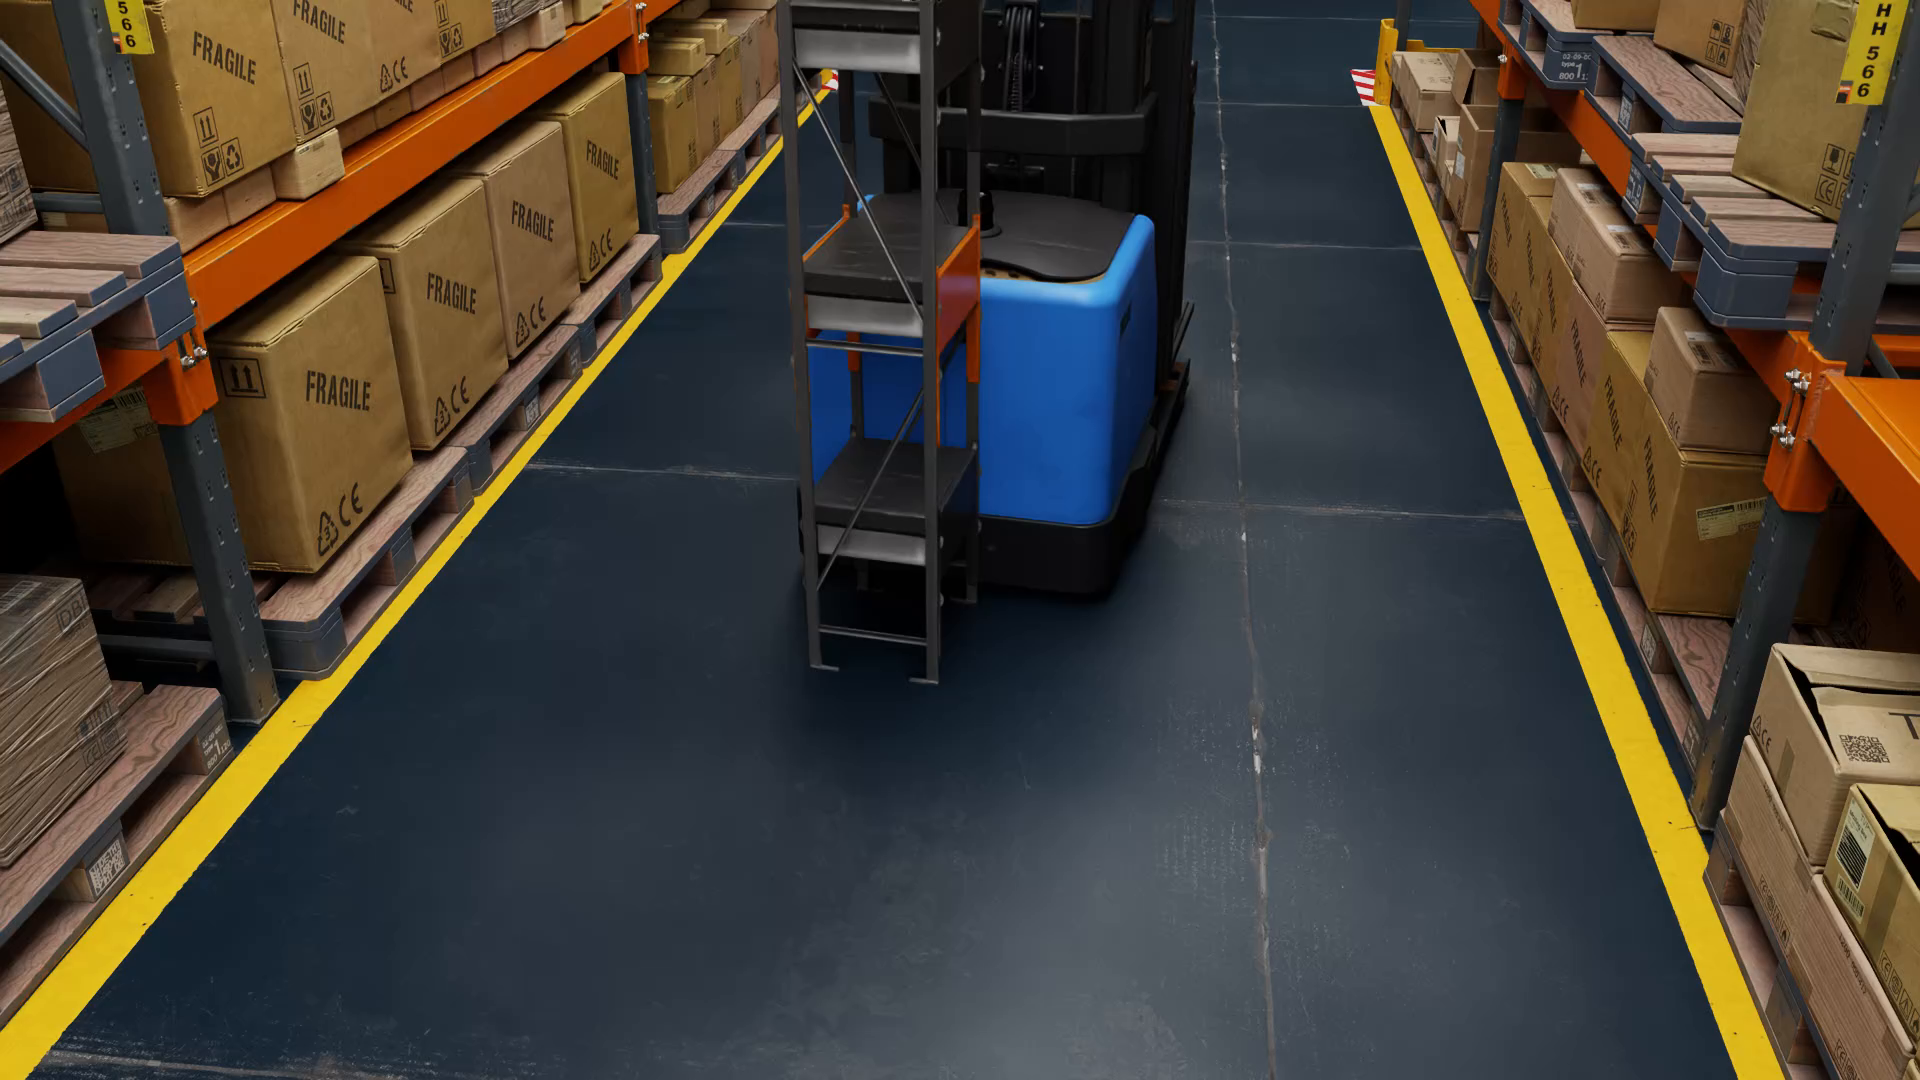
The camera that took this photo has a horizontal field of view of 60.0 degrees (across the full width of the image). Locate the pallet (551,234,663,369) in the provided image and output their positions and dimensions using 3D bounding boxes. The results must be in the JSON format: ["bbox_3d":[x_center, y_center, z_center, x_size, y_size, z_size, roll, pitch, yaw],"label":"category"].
[{"bbox_3d":[-2.017,-1.130,7.625,1.003,0.211,1.213,3,28,6],"label":"pallet"}]

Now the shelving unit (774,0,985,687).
[{"bbox_3d":[-0.198,-0.627,4.700,0.431,2.100,0.503,7,29,12],"label":"shelving unit"}]

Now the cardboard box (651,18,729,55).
[{"bbox_3d":[-1.517,-2.838,9.363,0.380,0.149,0.250,3,28,5],"label":"cardboard box"}]

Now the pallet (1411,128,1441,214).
[{"bbox_3d":[3.151,-2.111,9.445,1.003,0.211,1.213,3,28,6],"label":"pallet"}]

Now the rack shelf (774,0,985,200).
[{"bbox_3d":[-0.198,-1.231,4.374,0.431,0.518,0.480,7,29,12],"label":"rack shelf"}]

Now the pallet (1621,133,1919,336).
[{"bbox_3d":[2.443,-0.795,4.265,1.213,0.211,1.003,3,28,6],"label":"pallet"}]

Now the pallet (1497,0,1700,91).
[{"bbox_3d":[2.713,-1.985,6.474,1.003,0.211,1.213,3,28,6],"label":"pallet"}]

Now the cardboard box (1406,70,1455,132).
[{"bbox_3d":[2.939,-2.595,9.840,0.500,0.250,0.500,3,28,6],"label":"cardboard box"}]

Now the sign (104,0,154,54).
[{"bbox_3d":[-1.948,-1.290,3.845,0.100,0.325,0.005,3,28,6],"label":"sign"}]

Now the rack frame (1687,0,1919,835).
[{"bbox_3d":[2.429,-0.556,3.620,1.000,3.000,0.127,3,28,6],"label":"rack frame"}]

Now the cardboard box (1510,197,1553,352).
[{"bbox_3d":[2.564,-1.067,6.740,0.500,0.500,0.500,4,29,7],"label":"cardboard box"}]

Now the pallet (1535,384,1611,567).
[{"bbox_3d":[2.710,-0.251,5.993,1.003,0.211,1.213,3,28,6],"label":"pallet"}]

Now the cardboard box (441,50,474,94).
[{"bbox_3d":[-2.001,-1.728,6.039,0.380,0.149,0.250,4,29,8],"label":"cardboard box"}]

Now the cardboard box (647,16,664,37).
[{"bbox_3d":[-1.893,-2.876,9.434,0.380,0.149,0.250,4,29,7],"label":"cardboard box"}]

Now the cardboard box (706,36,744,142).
[{"bbox_3d":[-1.674,-2.634,9.668,0.700,0.500,0.500,4,29,7],"label":"cardboard box"}]

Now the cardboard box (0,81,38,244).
[{"bbox_3d":[-2.535,-0.858,3.611,0.700,0.500,0.500,0,28,0],"label":"cardboard box"}]

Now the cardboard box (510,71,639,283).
[{"bbox_3d":[-1.948,-1.650,7.474,0.750,0.750,0.750,4,29,7],"label":"cardboard box"}]

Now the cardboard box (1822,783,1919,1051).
[{"bbox_3d":[2.018,0.700,3.154,0.500,0.311,0.500,3,28,5],"label":"cardboard box"}]

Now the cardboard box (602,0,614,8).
[{"bbox_3d":[-1.758,-2.448,7.375,0.380,0.149,0.250,4,29,7],"label":"cardboard box"}]

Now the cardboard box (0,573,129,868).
[{"bbox_3d":[-2.524,0.406,4.005,0.700,0.500,0.500,4,29,7],"label":"cardboard box"}]

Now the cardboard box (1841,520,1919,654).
[{"bbox_3d":[2.769,0.153,4.475,0.500,0.500,0.500,5,29,8],"label":"cardboard box"}]

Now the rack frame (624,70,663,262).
[{"bbox_3d":[-1.997,-2.725,7.646,1.000,3.000,0.127,3,28,6],"label":"rack frame"}]

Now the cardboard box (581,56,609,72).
[{"bbox_3d":[-2.019,-2.385,8.523,0.380,0.149,0.250,3,28,6],"label":"cardboard box"}]

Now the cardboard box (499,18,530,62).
[{"bbox_3d":[-1.912,-1.970,6.487,0.380,0.149,0.250,3,28,6],"label":"cardboard box"}]

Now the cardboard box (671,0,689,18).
[{"bbox_3d":[-1.831,-3.116,9.881,0.380,0.149,0.250,4,29,7],"label":"cardboard box"}]

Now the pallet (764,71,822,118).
[{"bbox_3d":[-1.528,-3.000,11.095,1.003,0.211,1.213,3,28,6],"label":"pallet"}]

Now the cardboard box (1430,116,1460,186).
[{"bbox_3d":[2.800,-2.087,8.832,0.500,0.311,0.500,3,28,6],"label":"cardboard box"}]

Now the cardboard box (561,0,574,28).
[{"bbox_3d":[-1.842,-2.209,6.931,0.380,0.149,0.250,4,29,8],"label":"cardboard box"}]

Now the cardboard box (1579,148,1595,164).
[{"bbox_3d":[3.282,-1.978,8.783,0.380,0.166,0.250,3,28,6],"label":"cardboard box"}]

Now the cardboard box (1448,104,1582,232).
[{"bbox_3d":[2.708,-1.817,8.132,0.500,0.500,0.500,3,28,6],"label":"cardboard box"}]

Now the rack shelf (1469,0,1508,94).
[{"bbox_3d":[3.164,-3.064,9.033,1.077,0.370,4.000,3,28,6],"label":"rack shelf"}]

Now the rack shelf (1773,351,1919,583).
[{"bbox_3d":[2.184,0.702,2.043,1.077,0.370,4.000,3,28,6],"label":"rack shelf"}]

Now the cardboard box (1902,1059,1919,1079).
[{"bbox_3d":[1.955,1.180,2.852,0.500,0.250,0.500,3,28,5],"label":"cardboard box"}]

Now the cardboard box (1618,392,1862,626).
[{"bbox_3d":[2.311,-0.103,4.951,0.500,0.500,0.500,4,29,8],"label":"cardboard box"}]

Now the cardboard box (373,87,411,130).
[{"bbox_3d":[-2.087,-1.489,5.596,0.380,0.149,0.250,4,29,7],"label":"cardboard box"}]

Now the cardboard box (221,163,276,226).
[{"bbox_3d":[-2.178,-1.000,4.688,0.380,0.149,0.250,4,29,7],"label":"cardboard box"}]

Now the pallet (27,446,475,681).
[{"bbox_3d":[-2.316,0.018,5.493,1.003,0.211,1.213,3,28,6],"label":"pallet"}]

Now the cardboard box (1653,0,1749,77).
[{"bbox_3d":[2.764,-1.833,5.441,0.700,0.500,0.500,-4,29,-7],"label":"cardboard box"}]

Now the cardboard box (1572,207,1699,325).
[{"bbox_3d":[2.435,-0.942,5.717,0.500,0.250,0.500,3,28,5],"label":"cardboard box"}]

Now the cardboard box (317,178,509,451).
[{"bbox_3d":[-2.154,-0.831,5.954,0.750,0.750,0.750,3,28,6],"label":"cardboard box"}]

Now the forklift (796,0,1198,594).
[{"bbox_3d":[0.320,-1.801,6.004,1.130,2.935,3.031,7,29,12],"label":"forklift"}]

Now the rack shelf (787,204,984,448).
[{"bbox_3d":[-0.198,-0.615,4.706,0.431,0.518,0.480,7,29,12],"label":"rack shelf"}]

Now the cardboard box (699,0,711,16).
[{"bbox_3d":[-1.769,-3.357,10.328,0.380,0.149,0.250,4,29,7],"label":"cardboard box"}]

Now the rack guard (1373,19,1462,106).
[{"bbox_3d":[3.400,-3.186,11.136,1.175,0.500,0.348,3,28,6],"label":"rack guard"}]

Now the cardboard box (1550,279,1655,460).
[{"bbox_3d":[2.433,-0.594,5.862,0.500,0.500,0.500,2,28,4],"label":"cardboard box"}]

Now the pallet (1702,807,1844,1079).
[{"bbox_3d":[2.290,1.057,3.566,1.003,0.211,1.213,3,28,6],"label":"pallet"}]

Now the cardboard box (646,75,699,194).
[{"bbox_3d":[-1.804,-2.156,8.782,0.700,0.500,0.500,4,29,7],"label":"cardboard box"}]

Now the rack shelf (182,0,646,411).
[{"bbox_3d":[-2.242,-1.467,6.069,1.077,0.370,4.000,3,28,6],"label":"rack shelf"}]

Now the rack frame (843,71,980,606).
[{"bbox_3d":[-0.139,-0.739,4.908,0.400,2.100,0.015,7,29,12],"label":"rack frame"}]

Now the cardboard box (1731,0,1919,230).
[{"bbox_3d":[2.395,-1.088,4.059,0.700,0.500,0.500,-6,29,-11],"label":"cardboard box"}]

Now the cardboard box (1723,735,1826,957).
[{"bbox_3d":[2.074,0.699,3.747,0.500,0.250,0.500,3,28,6],"label":"cardboard box"}]

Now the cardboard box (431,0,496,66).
[{"bbox_3d":[-1.983,-1.965,5.795,0.500,0.500,0.500,4,29,8],"label":"cardboard box"}]

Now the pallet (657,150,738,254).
[{"bbox_3d":[-1.827,-1.851,8.963,1.003,0.211,1.213,3,28,6],"label":"pallet"}]

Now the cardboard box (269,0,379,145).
[{"bbox_3d":[-2.101,-1.486,4.906,0.500,0.500,0.500,4,29,8],"label":"cardboard box"}]

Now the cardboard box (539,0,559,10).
[{"bbox_3d":[-1.857,-2.436,6.670,0.500,0.500,0.500,4,29,7],"label":"cardboard box"}]

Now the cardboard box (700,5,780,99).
[{"bbox_3d":[-1.555,-3.122,10.575,0.700,0.500,0.500,3,28,6],"label":"cardboard box"}]

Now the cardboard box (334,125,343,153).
[{"bbox_3d":[-2.153,-1.246,5.144,0.380,0.149,0.250,3,28,6],"label":"cardboard box"}]

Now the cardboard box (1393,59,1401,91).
[{"bbox_3d":[2.986,-2.974,10.630,0.380,0.166,0.250,3,28,6],"label":"cardboard box"}]
